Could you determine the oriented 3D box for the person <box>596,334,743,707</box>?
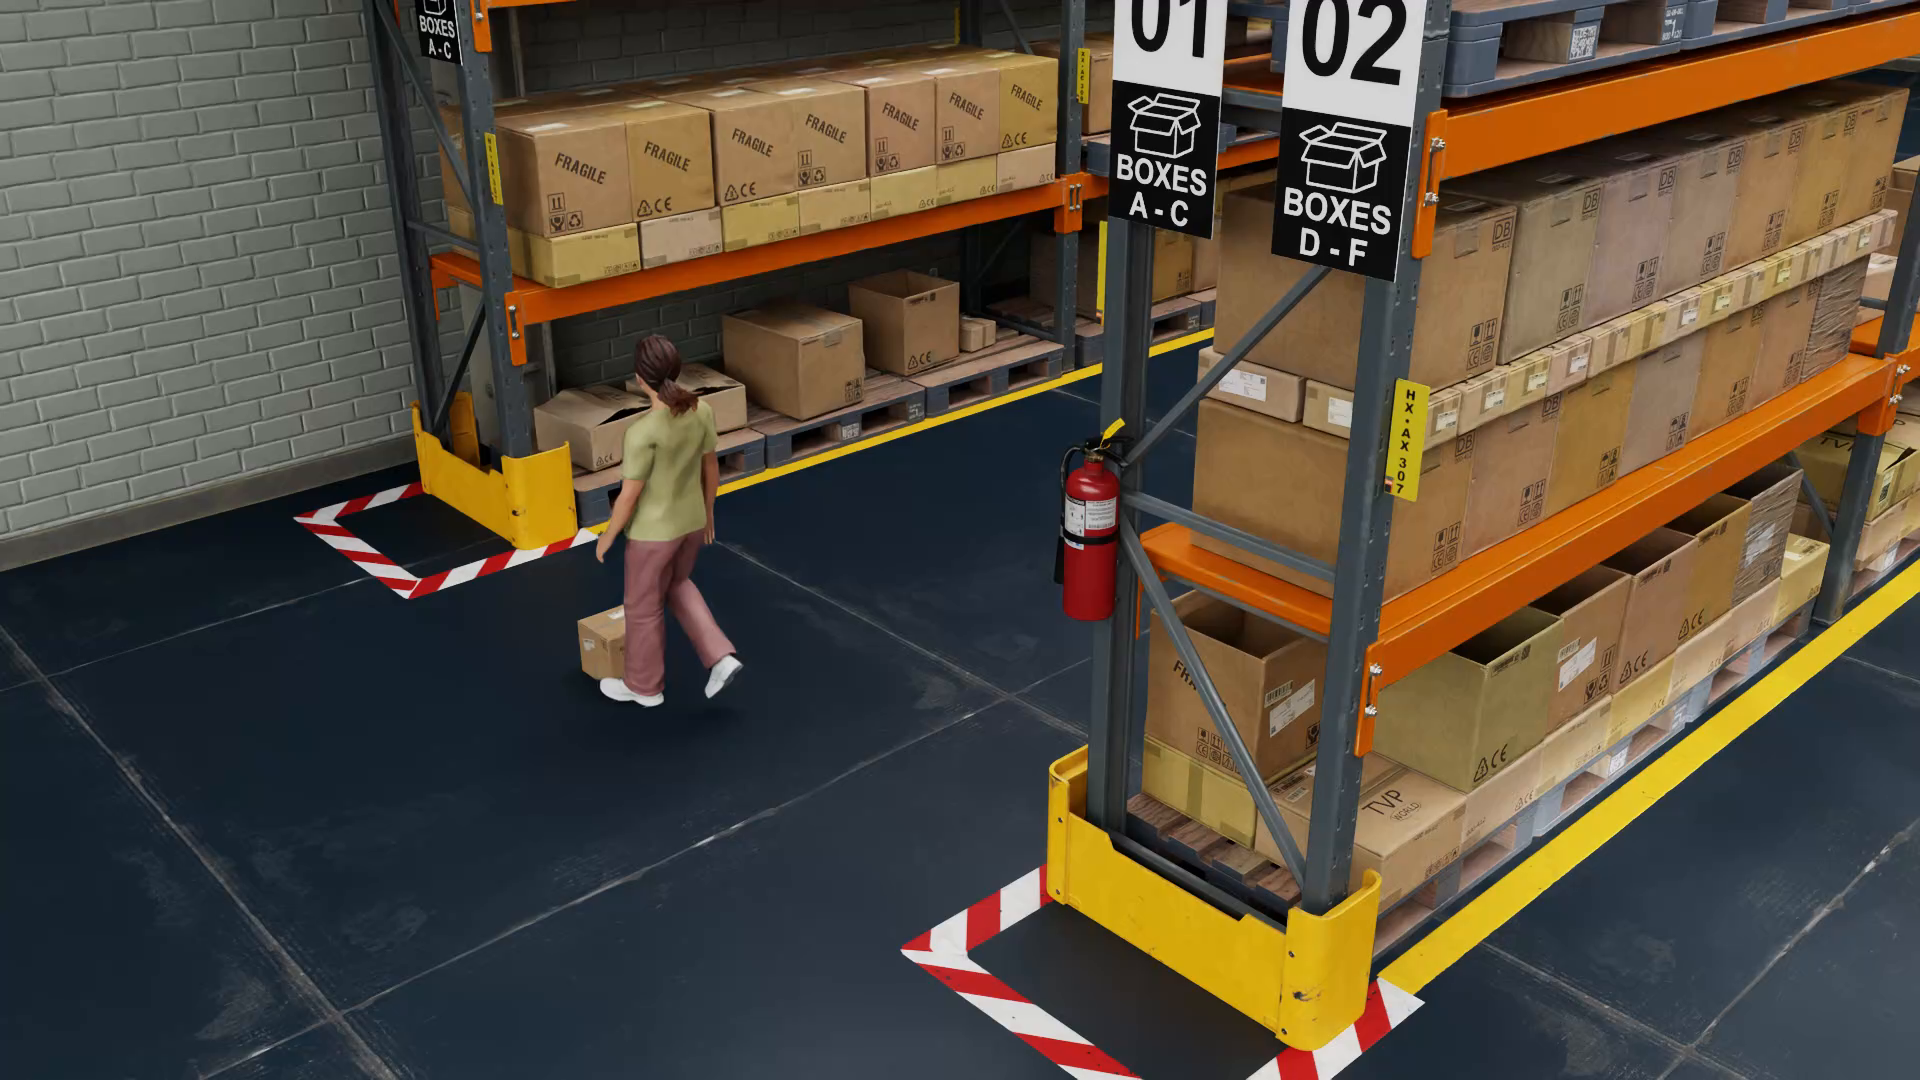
[{"bbox_3d":[-1.234,-0.050,6.711,0.668,1.656,0.496,16,29,32],"label":"person"}]
